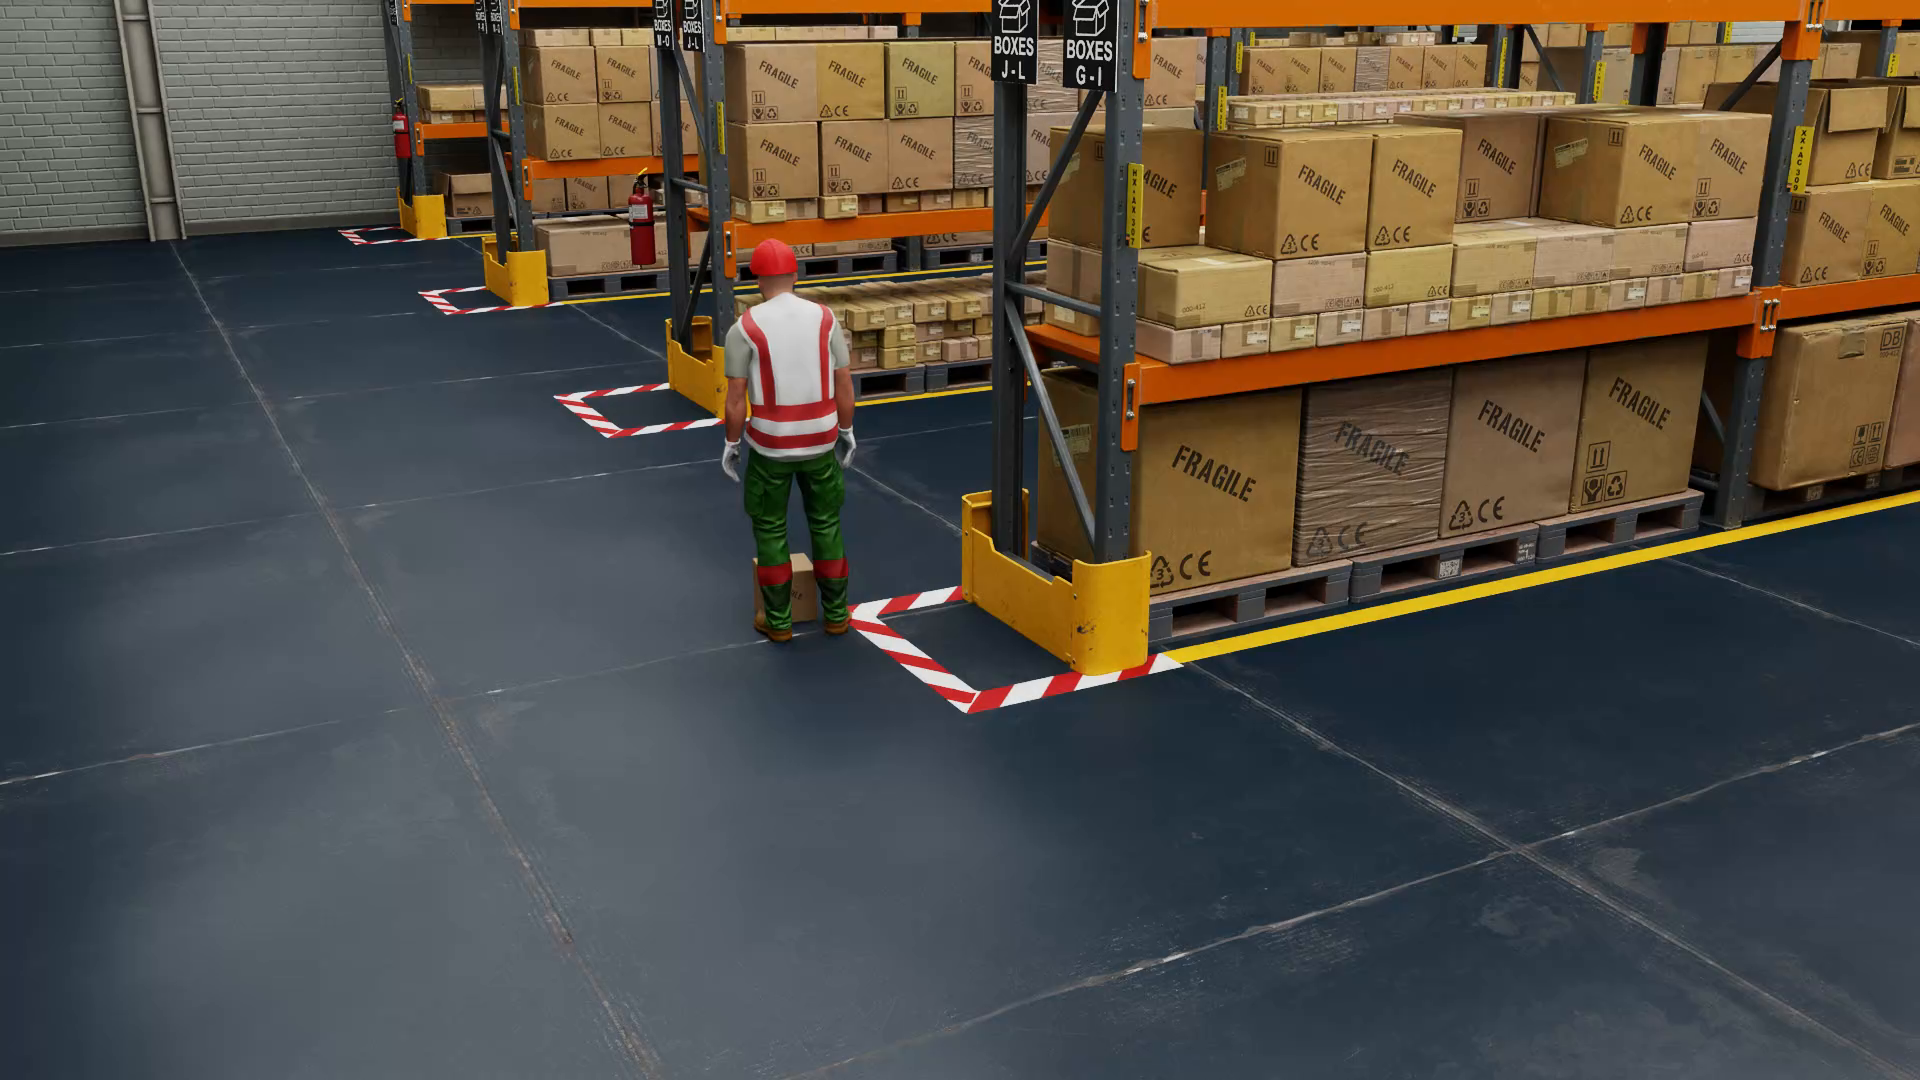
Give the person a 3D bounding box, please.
[{"bbox_3d":[-0.751,-0.427,7.330,0.615,1.778,0.453,-7,19,-19],"label":"person"}]
